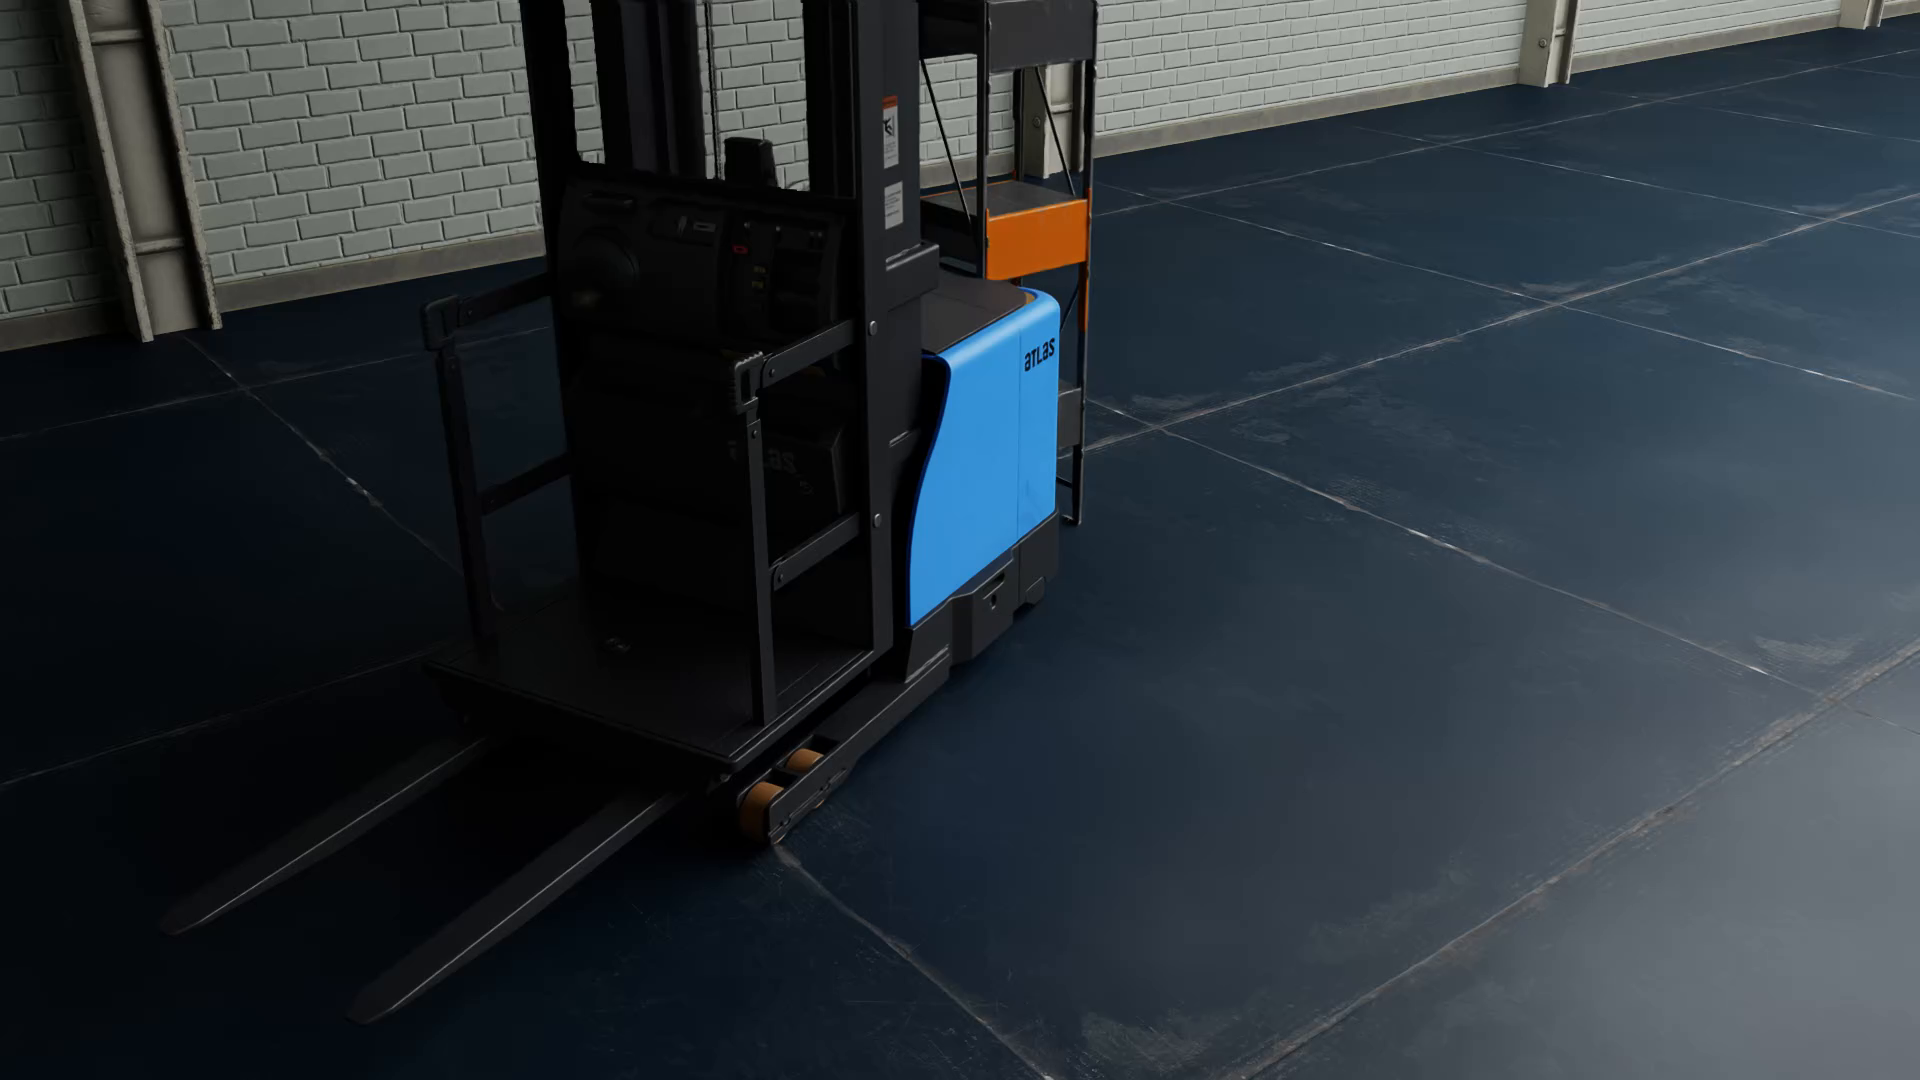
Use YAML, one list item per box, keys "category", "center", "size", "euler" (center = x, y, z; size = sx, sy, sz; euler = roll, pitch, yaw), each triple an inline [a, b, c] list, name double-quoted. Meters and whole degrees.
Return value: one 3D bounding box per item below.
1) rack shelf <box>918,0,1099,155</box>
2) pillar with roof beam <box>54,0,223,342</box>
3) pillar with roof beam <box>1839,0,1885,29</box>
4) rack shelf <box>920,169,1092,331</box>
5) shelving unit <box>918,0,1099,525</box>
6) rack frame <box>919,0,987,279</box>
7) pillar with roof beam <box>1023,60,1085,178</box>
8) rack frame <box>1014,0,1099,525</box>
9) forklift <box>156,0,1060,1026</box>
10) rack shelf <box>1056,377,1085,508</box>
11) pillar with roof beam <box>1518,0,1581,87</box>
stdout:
- category: "rack shelf"
  center: [0.144, -1.632, 5.642]
  size: [0.480, 0.518, 0.431]
  euler: [-19, 31, -35]
- category: "pillar with roof beam"
  center: [-1.416, -3.756, 3.653]
  size: [0.400, 9.000, 9.100]
  euler: [-18, 31, -34]
- category: "pillar with roof beam"
  center: [12.749, -8.431, 13.728]
  size: [0.400, 9.000, 9.100]
  euler: [-18, 31, -34]
- category: "rack shelf"
  center: [0.144, -0.997, 5.937]
  size: [0.480, 0.518, 0.431]
  euler: [-19, 31, -35]
- category: "shelving unit"
  center: [0.144, -1.009, 5.931]
  size: [0.503, 2.100, 0.431]
  euler: [-19, 31, -35]
- category: "rack frame"
  center: [-0.045, -0.944, 5.790]
  size: [0.015, 2.100, 0.400]
  euler: [-19, 31, -35]
- category: "pillar with roof beam"
  center: [3.306, -5.314, 7.011]
  size: [0.400, 9.000, 9.100]
  euler: [-18, 31, -34]
- category: "rack frame"
  center: [0.332, -1.075, 6.072]
  size: [0.015, 2.100, 0.400]
  euler: [-19, 31, -35]
- category: "forklift"
  center: [-0.815, -0.727, 4.335]
  size: [1.130, 2.935, 3.031]
  euler: [13, 28, 26]
- category: "rack shelf"
  center: [0.143, -0.362, 6.231]
  size: [0.480, 0.518, 0.431]
  euler: [-19, 31, -35]
- category: "pillar with roof beam"
  center: [8.027, -6.873, 10.369]
  size: [0.400, 9.000, 9.100]
  euler: [-18, 31, -34]
